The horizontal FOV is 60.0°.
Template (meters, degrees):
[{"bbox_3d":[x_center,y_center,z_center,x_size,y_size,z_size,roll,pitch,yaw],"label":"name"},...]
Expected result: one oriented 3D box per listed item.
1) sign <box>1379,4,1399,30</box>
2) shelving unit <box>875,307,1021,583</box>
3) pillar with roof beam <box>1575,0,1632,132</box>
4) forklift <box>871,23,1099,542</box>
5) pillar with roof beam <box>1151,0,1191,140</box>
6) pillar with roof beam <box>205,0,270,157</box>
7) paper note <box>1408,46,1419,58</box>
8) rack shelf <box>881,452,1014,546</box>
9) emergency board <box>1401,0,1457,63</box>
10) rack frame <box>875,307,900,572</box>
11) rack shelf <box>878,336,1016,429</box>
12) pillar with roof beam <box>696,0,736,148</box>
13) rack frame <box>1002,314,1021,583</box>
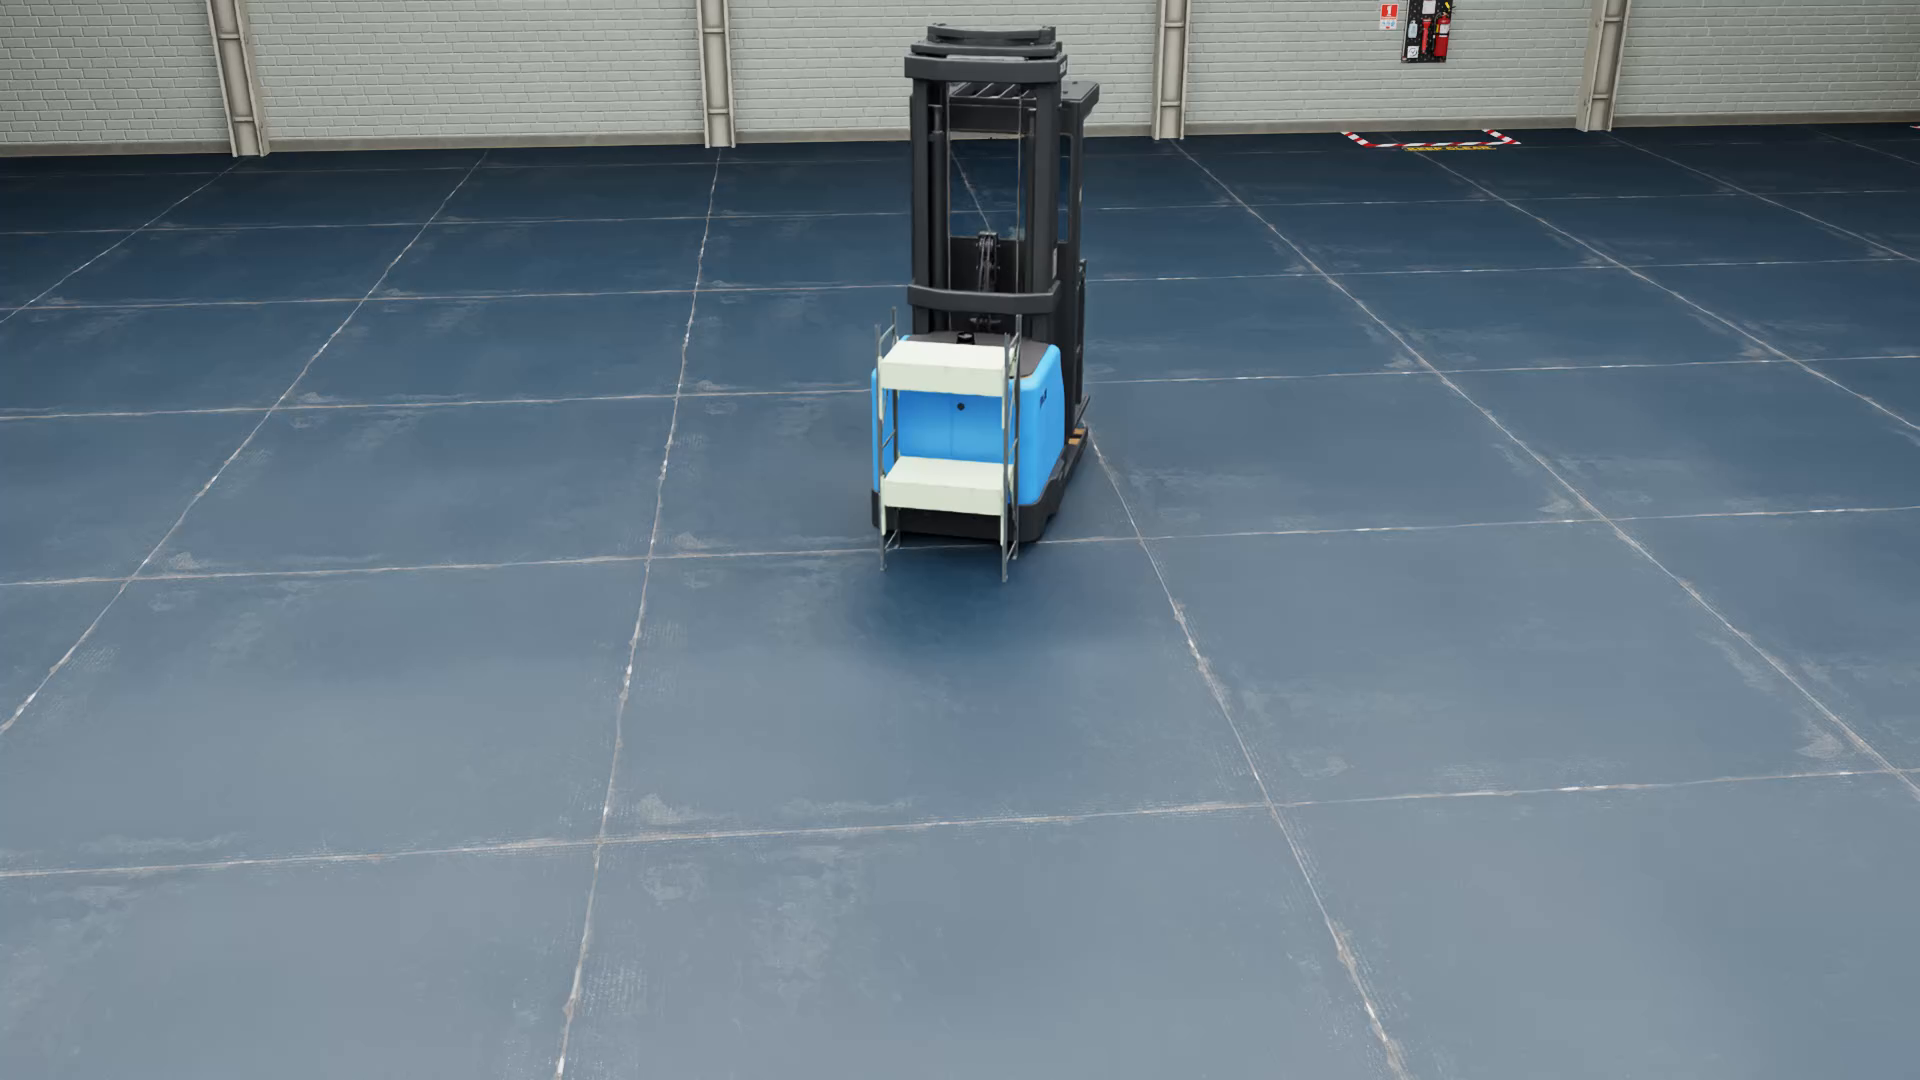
[{"bbox_3d":[5.754,-7.022,22.311,0.234,0.329,0.001,-2,24,-5],"label":"sign"},{"bbox_3d":[-0.062,-0.546,9.631,0.755,1.500,0.431,5,24,11],"label":"shelving unit"},{"bbox_3d":[9.200,-8.070,17.328,0.400,9.000,9.100,-2,24,-5],"label":"pillar with roof beam"},{"bbox_3d":[0.280,-1.899,10.913,1.130,2.935,3.031,5,24,12],"label":"forklift"},{"bbox_3d":[3.229,-7.831,16.789,0.400,9.000,9.100,-2,24,-5],"label":"pillar with roof beam"},{"bbox_3d":[-8.712,-7.352,15.711,0.400,9.000,9.100,-2,24,-5],"label":"pillar with roof beam"},{"bbox_3d":[6.131,-6.604,22.499,0.142,0.148,0.016,-2,24,-5],"label":"paper note"},{"bbox_3d":[-0.062,-0.248,9.764,0.720,0.370,0.431,5,24,11],"label":"rack shelf"},{"bbox_3d":[6.314,-6.986,22.274,0.643,1.169,0.194,-2,24,-5],"label":"emergency board"},{"bbox_3d":[-0.420,-0.577,9.702,0.023,1.500,0.400,5,24,11],"label":"rack frame"},{"bbox_3d":[-0.062,-0.902,9.473,0.720,0.370,0.431,5,24,11],"label":"rack shelf"},{"bbox_3d":[-2.741,-7.591,16.250,0.400,9.000,9.100,-2,24,-5],"label":"pillar with roof beam"},{"bbox_3d":[0.296,-0.514,9.561,0.023,1.500,0.400,5,24,11],"label":"rack frame"}]
